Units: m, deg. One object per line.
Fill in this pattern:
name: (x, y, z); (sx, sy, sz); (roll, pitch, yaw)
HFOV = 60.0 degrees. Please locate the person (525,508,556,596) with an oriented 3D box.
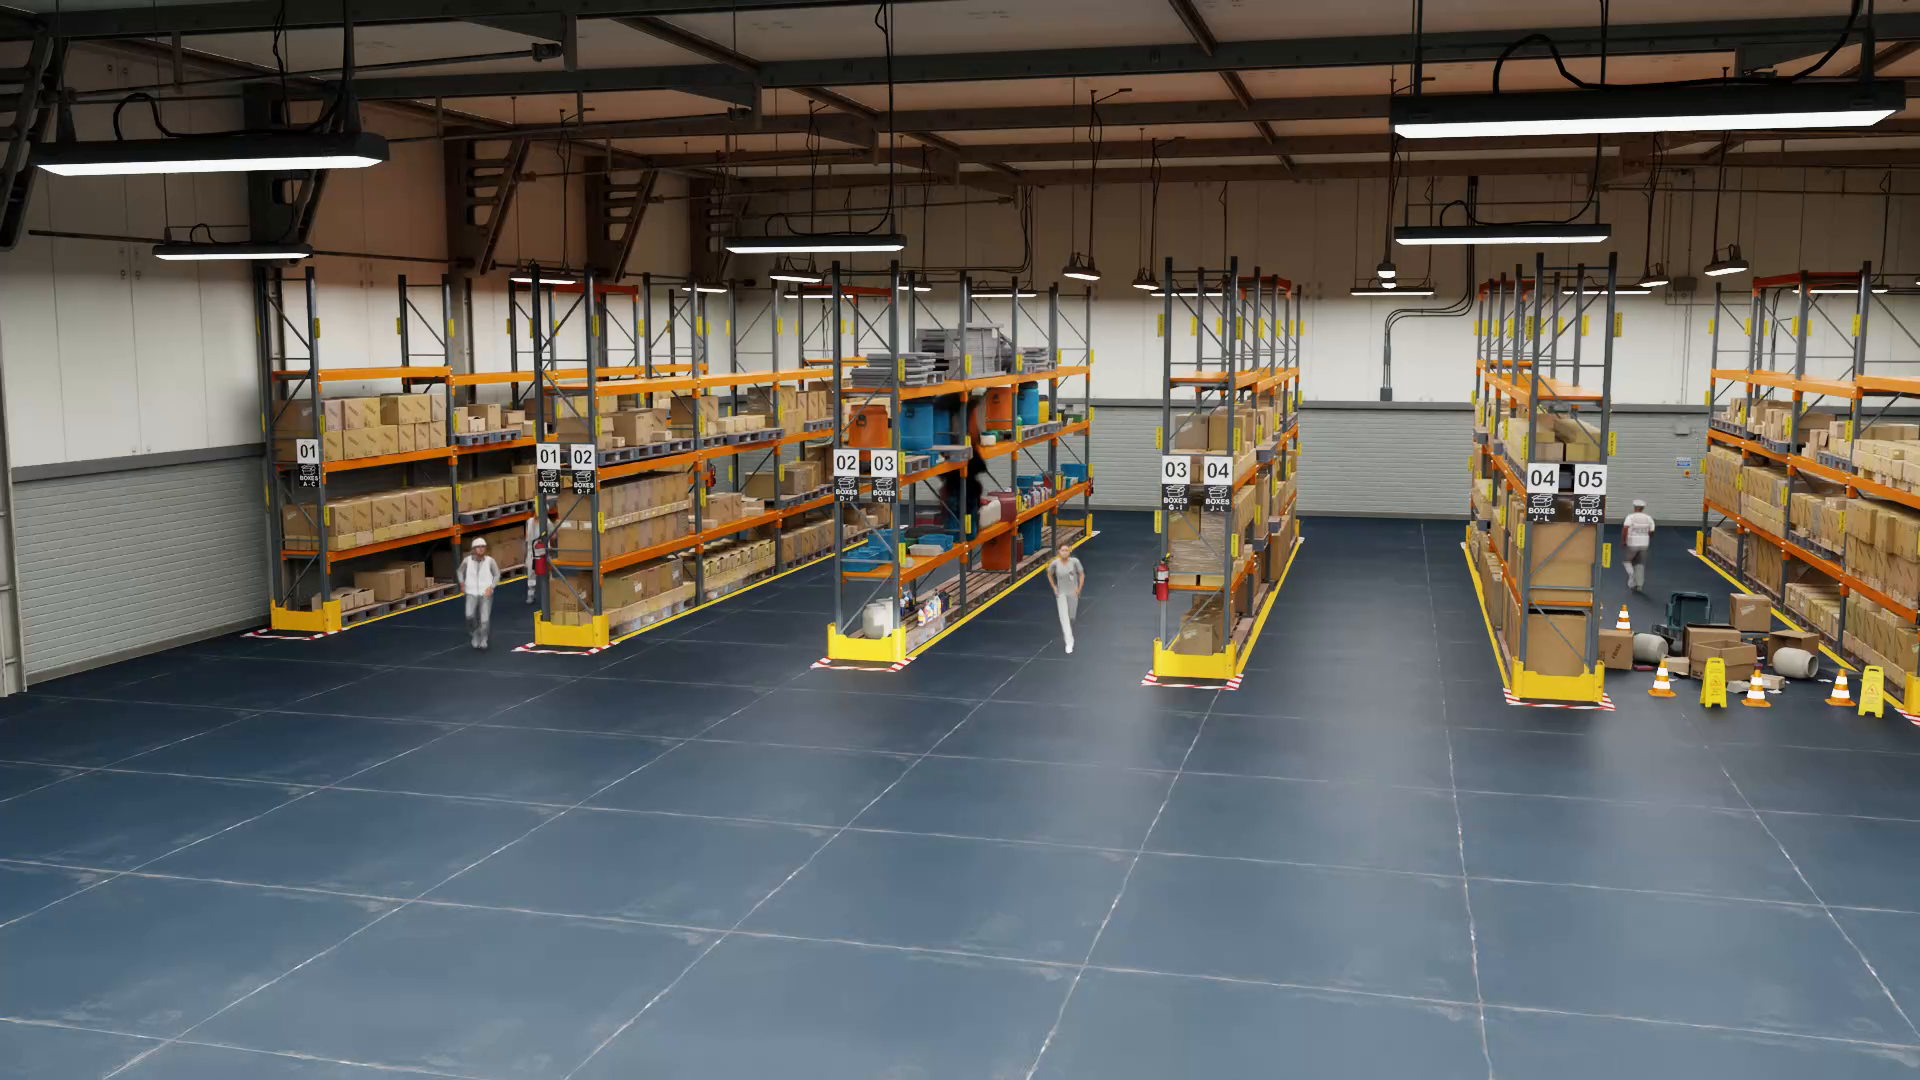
person: (-7.750, 0.184, 30.672); (0.652, 1.654, 0.821); (1, 7, 7)

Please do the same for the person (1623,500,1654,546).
person: (13.012, -0.316, 31.908); (0.625, 0.907, 0.398); (1, 7, 4)

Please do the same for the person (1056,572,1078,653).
person: (1.645, 1.055, 25.637); (0.344, 1.225, 0.911); (0, 7, 0)

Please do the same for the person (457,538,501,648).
person: (-7.539, 0.838, 26.043); (0.677, 1.738, 0.606); (-1, 7, -10)
